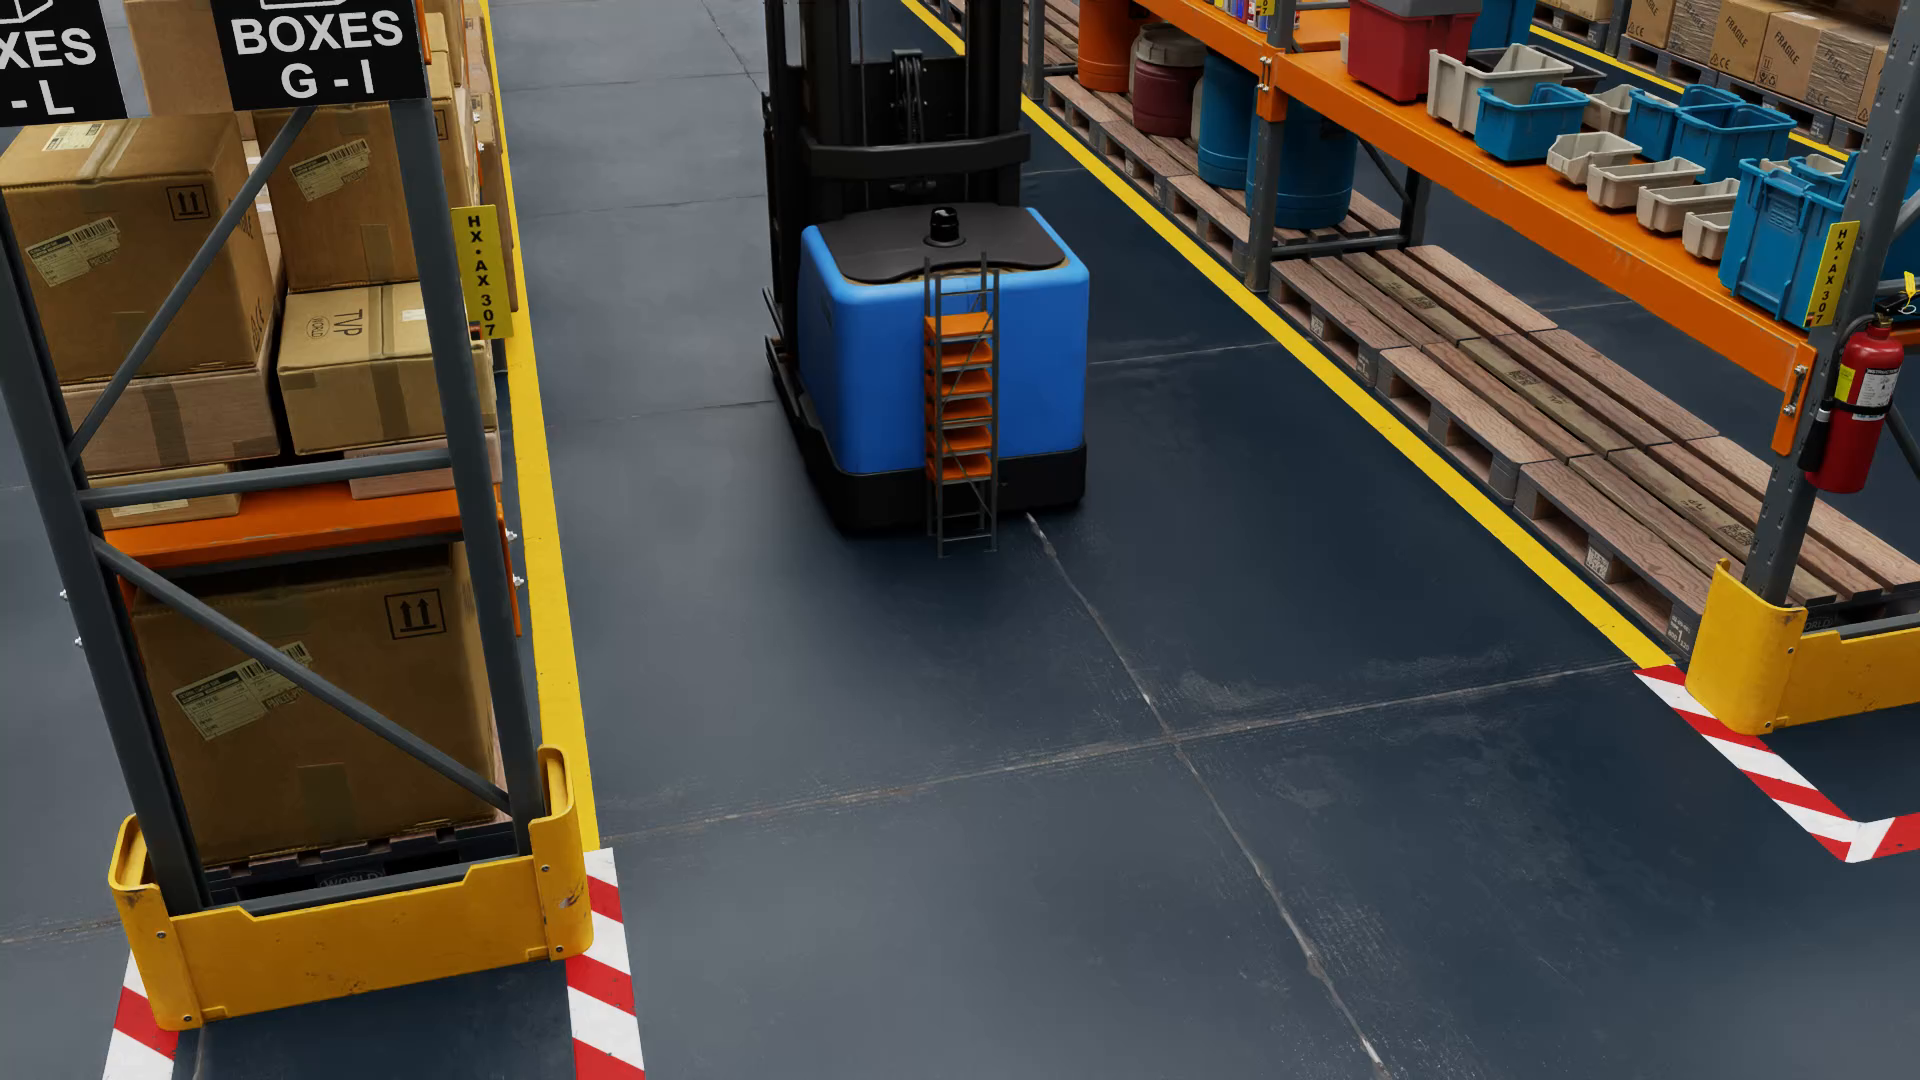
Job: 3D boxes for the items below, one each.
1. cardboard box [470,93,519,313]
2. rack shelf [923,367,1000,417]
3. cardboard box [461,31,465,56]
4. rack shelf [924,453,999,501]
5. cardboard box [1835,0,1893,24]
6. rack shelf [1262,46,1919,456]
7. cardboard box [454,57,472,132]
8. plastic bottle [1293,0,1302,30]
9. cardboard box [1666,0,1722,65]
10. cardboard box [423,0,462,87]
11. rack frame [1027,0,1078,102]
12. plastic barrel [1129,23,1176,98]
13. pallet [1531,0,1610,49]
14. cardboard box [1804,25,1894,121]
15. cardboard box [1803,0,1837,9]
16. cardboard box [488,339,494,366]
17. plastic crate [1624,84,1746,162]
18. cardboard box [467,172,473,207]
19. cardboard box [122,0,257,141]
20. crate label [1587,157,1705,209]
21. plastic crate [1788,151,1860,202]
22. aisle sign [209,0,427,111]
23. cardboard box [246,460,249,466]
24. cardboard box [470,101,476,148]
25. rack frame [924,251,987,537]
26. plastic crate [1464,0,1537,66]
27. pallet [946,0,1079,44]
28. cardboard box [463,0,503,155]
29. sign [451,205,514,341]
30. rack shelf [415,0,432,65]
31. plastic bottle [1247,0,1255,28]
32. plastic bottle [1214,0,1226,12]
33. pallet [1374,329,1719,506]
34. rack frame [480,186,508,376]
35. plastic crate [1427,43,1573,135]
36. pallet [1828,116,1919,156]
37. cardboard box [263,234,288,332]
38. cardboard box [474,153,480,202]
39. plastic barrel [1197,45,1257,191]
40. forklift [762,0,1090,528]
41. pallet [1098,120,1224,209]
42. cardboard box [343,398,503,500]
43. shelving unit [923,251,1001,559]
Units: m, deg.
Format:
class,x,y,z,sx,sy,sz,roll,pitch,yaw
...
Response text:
class,x,y,z,sx,sy,sz,roll,pitch,yaw
cardboard box,-2.902,-1.642,8.295,1.225,0.875,0.875,-8,31,-13
rack shelf,0.005,-0.568,6.383,0.258,0.103,0.180,-7,31,-12
cardboard box,-2.728,-2.615,8.174,0.500,0.500,0.500,-8,31,-13
rack shelf,0.005,-0.257,6.563,0.258,0.103,0.180,-7,31,-12
cardboard box,6.546,-3.813,11.652,0.500,0.250,0.500,-8,31,-14
rack shelf,2.593,-1.455,6.988,1.077,0.370,4.000,-8,31,-13
cardboard box,-2.203,-1.710,6.562,0.500,0.250,0.500,-7,31,-12
plastic bottle,1.761,-2.819,8.825,0.097,0.201,0.097,0,30,0
cardboard box,5.767,-3.920,12.584,0.500,0.500,0.500,-9,31,-15
cardboard box,-2.204,-2.033,6.372,0.500,0.500,0.500,-8,31,-13
rack frame,1.001,-4.664,11.814,1.000,3.000,0.127,-8,31,-13
plastic barrel,1.383,-3.274,11.477,0.421,0.512,0.421,0,30,0
pallet,5.596,-4.517,14.343,1.003,0.211,1.213,-8,31,-13
cardboard box,6.176,-3.180,11.306,0.500,0.500,0.500,-7,31,-13
cardboard box,6.389,-3.759,12.306,0.500,0.500,0.500,-9,31,-15
cardboard box,-1.635,-0.622,5.080,0.380,0.149,0.250,-8,31,-14
plastic crate,2.947,-1.698,6.796,0.416,0.233,0.300,-8,31,-13
cardboard box,-1.793,-0.967,5.279,0.500,0.250,0.500,-9,31,-15
cardboard box,-2.567,-1.707,5.809,0.500,0.500,0.500,-9,31,-15
crate label,2.573,-1.355,6.300,0.396,0.136,0.243,-8,31,-13
plastic crate,3.201,-1.235,5.996,0.416,0.233,0.300,-8,31,-13
aisle sign,-1.343,-1.272,3.358,0.394,0.787,0.004,-8,31,-13
cardboard box,-2.134,-0.287,4.502,0.380,0.149,0.250,-8,31,-13
cardboard box,-2.247,-1.737,7.007,0.380,0.149,0.250,-7,31,-12
rack frame,-0.017,-0.547,6.498,0.240,1.200,0.006,-7,31,-12
plastic crate,2.515,-2.571,8.154,0.392,0.384,0.575,-8,31,-13
pallet,0.512,-4.425,14.184,1.003,0.211,1.213,-8,31,-13
cardboard box,-3.612,-2.932,10.523,1.225,0.875,0.875,-9,31,-16
sign,-1.115,-0.622,3.886,0.100,0.325,0.005,-8,31,-13
rack shelf,-2.182,-2.095,5.098,1.077,0.370,4.000,-8,31,-13
plastic bottle,1.589,-2.846,8.871,0.097,0.201,0.097,0,30,0
plastic bottle,1.503,-3.111,9.180,0.144,0.351,0.185,-8,31,-13
pallet,2.622,-0.585,7.550,1.003,0.211,1.213,-8,31,-13
rack frame,-2.713,-2.074,7.338,1.000,3.000,0.127,-8,31,-13
plastic crate,2.290,-1.945,7.174,0.437,0.282,0.530,-8,31,-13
pallet,6.587,-2.570,10.980,1.003,0.211,1.213,-8,31,-13
cardboard box,-2.170,-0.649,4.731,0.500,0.250,0.500,-8,31,-14
cardboard box,-2.043,-1.364,6.364,0.380,0.149,0.250,-7,31,-12
plastic barrel,1.746,-2.613,9.945,0.600,0.901,0.708,-8,31,-13
forklift,-0.332,-2.042,7.353,1.130,2.935,3.031,-7,31,-12
pallet,1.570,-2.494,10.848,1.003,0.211,1.213,-8,31,-13
cardboard box,-1.427,-0.248,4.436,0.380,0.149,0.250,-8,31,-13
shelving unit,0.005,-0.503,6.421,0.258,1.200,0.189,-7,31,-12
